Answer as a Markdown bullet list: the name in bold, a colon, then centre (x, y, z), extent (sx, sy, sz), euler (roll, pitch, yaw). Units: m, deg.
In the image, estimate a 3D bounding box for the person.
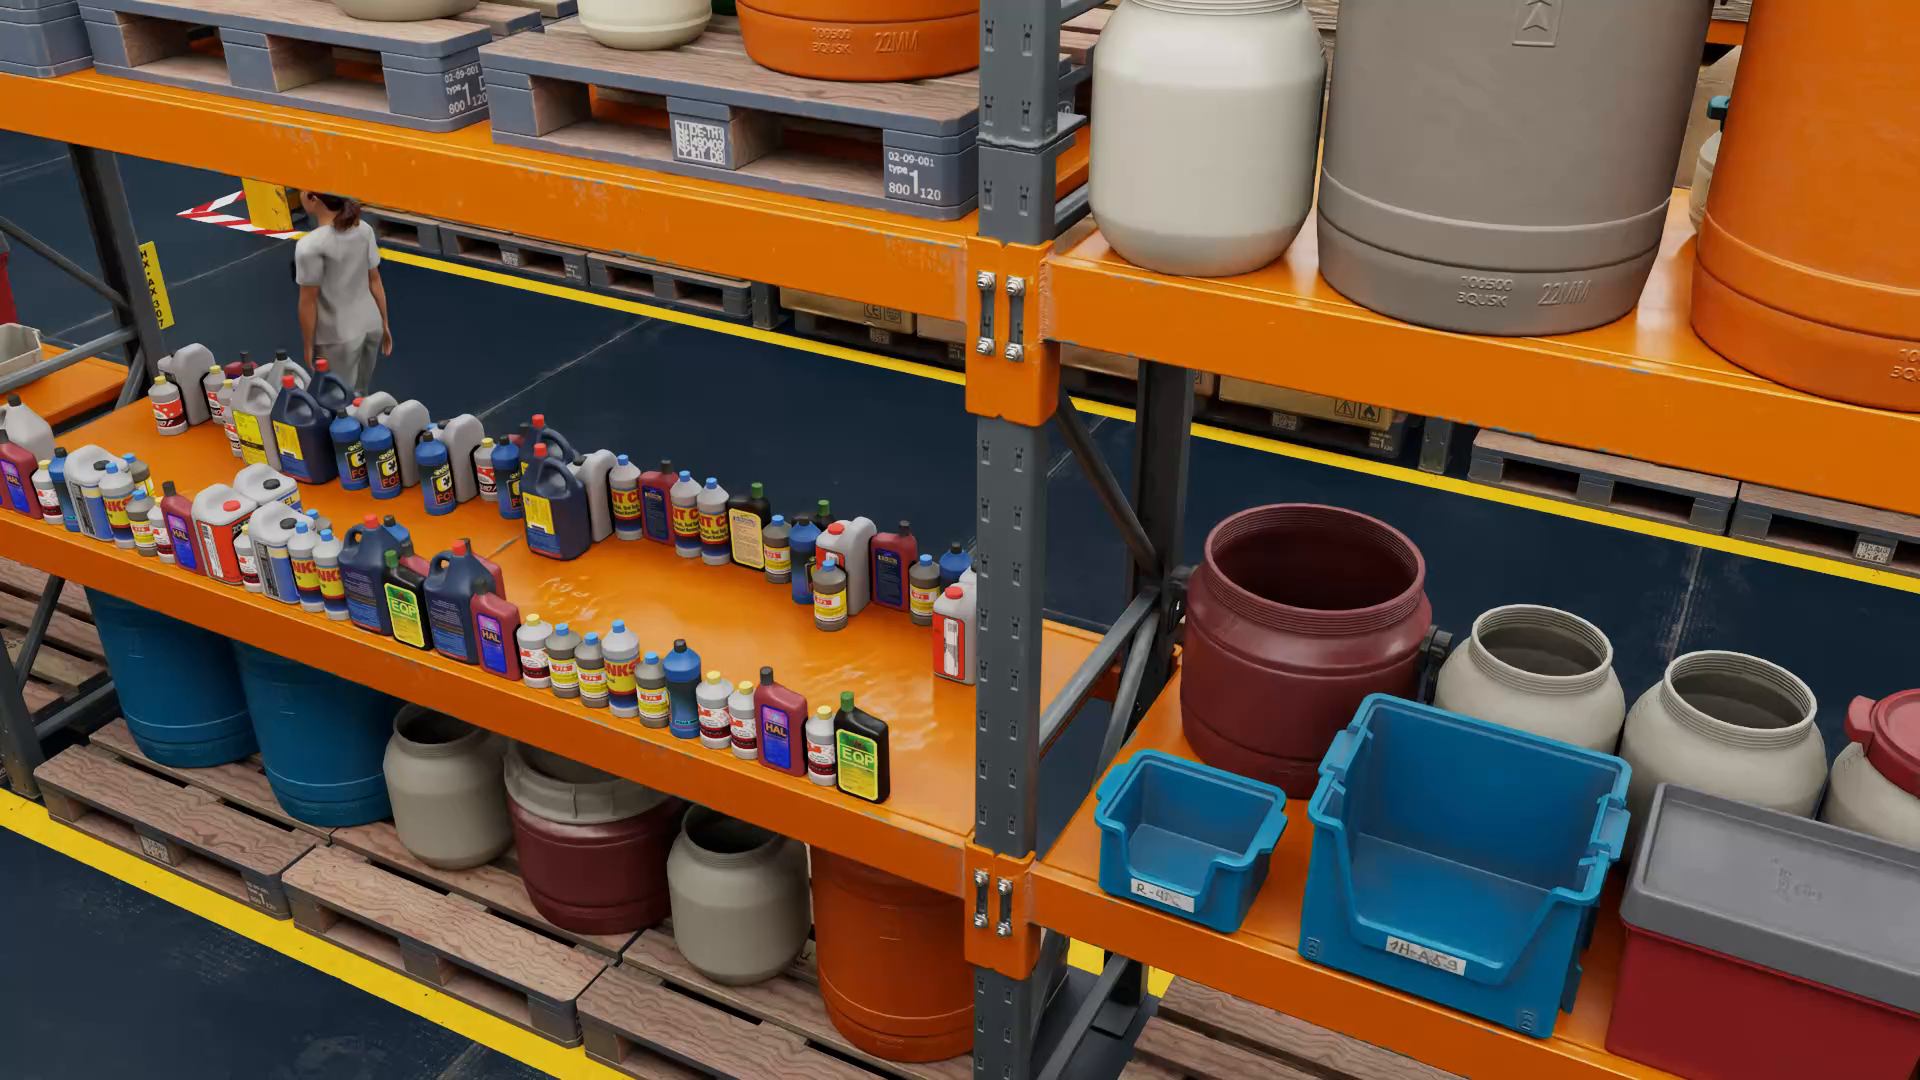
- **person**: centre (-2.812, -0.934, 7.718), extent (0.765, 1.651, 0.442), euler (13, 33, 21)
